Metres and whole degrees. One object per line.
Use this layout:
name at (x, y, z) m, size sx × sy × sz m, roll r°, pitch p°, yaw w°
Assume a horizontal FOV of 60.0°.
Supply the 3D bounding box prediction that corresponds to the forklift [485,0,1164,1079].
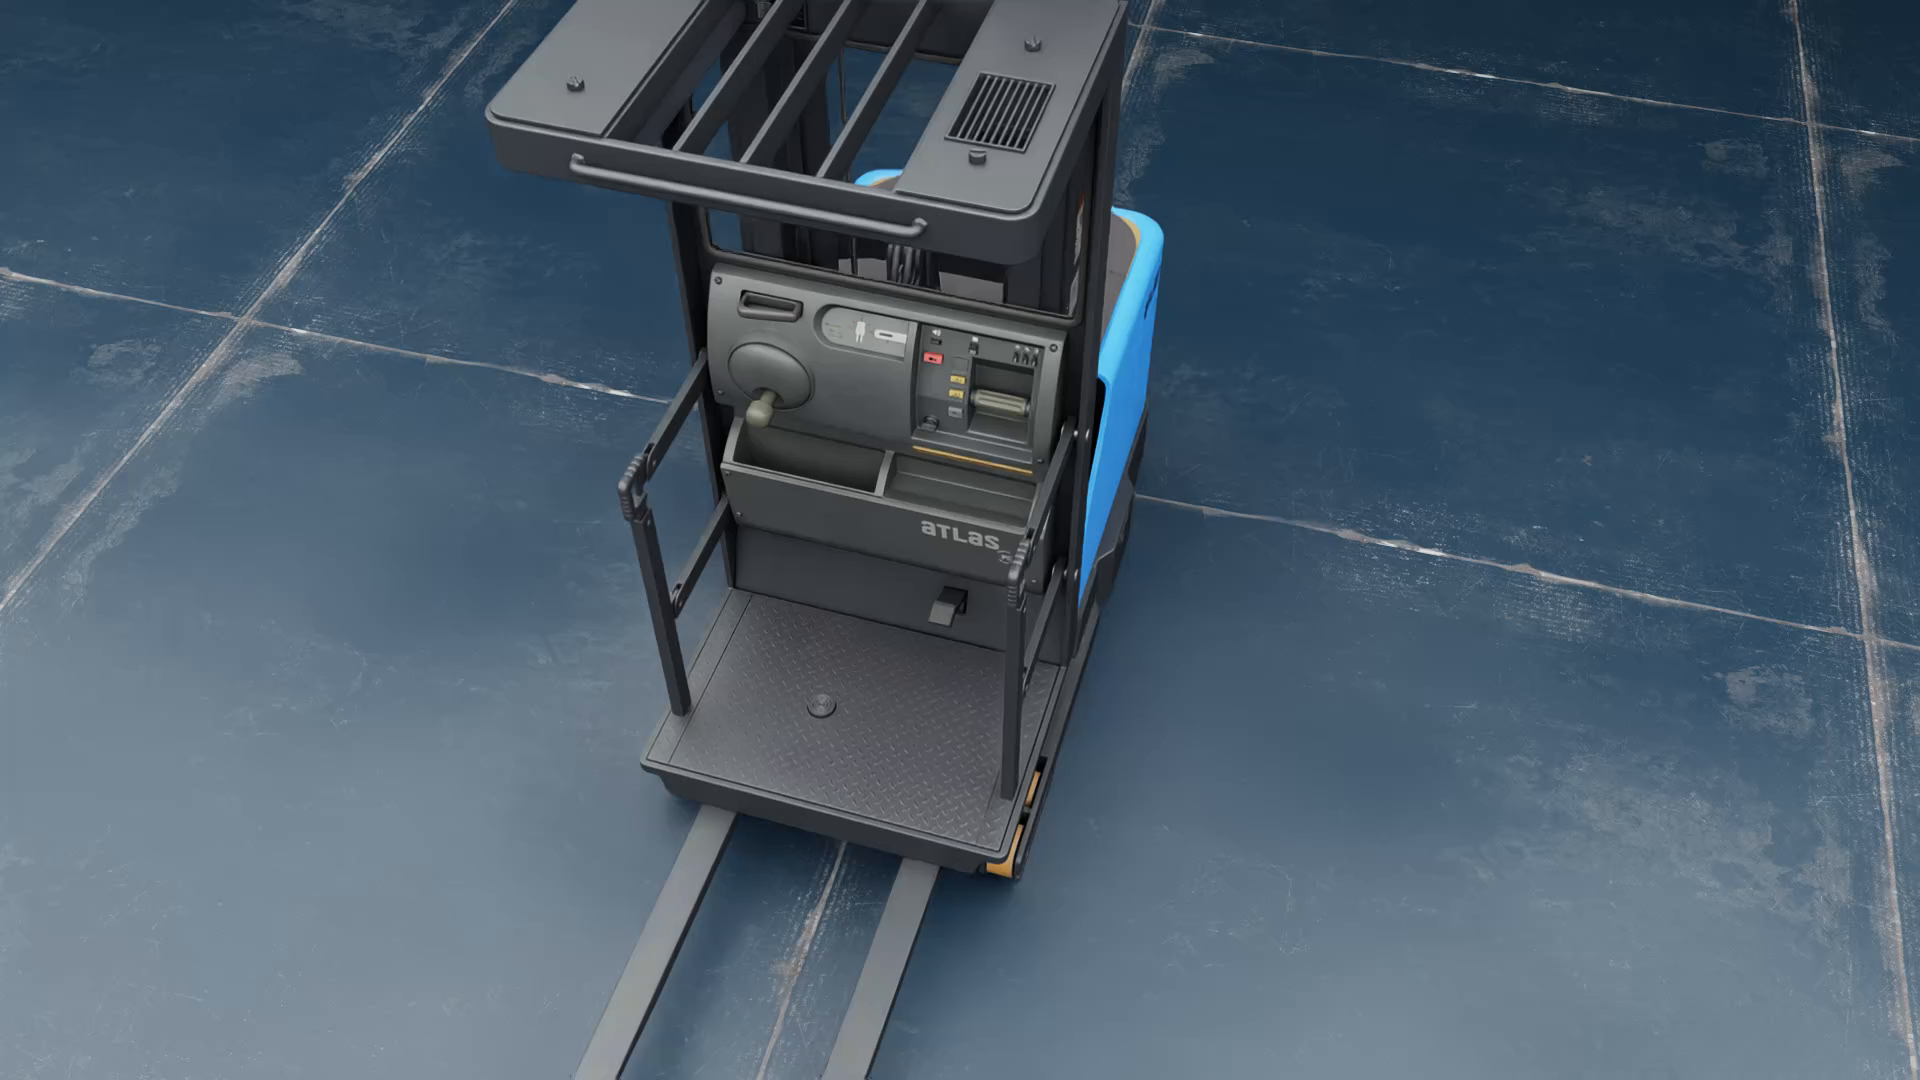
forklift at (-0.260, -0.326, 4.083) m, size 1.130 × 2.935 × 3.031 m, roll 13°, pitch 50°, yaw 11°
